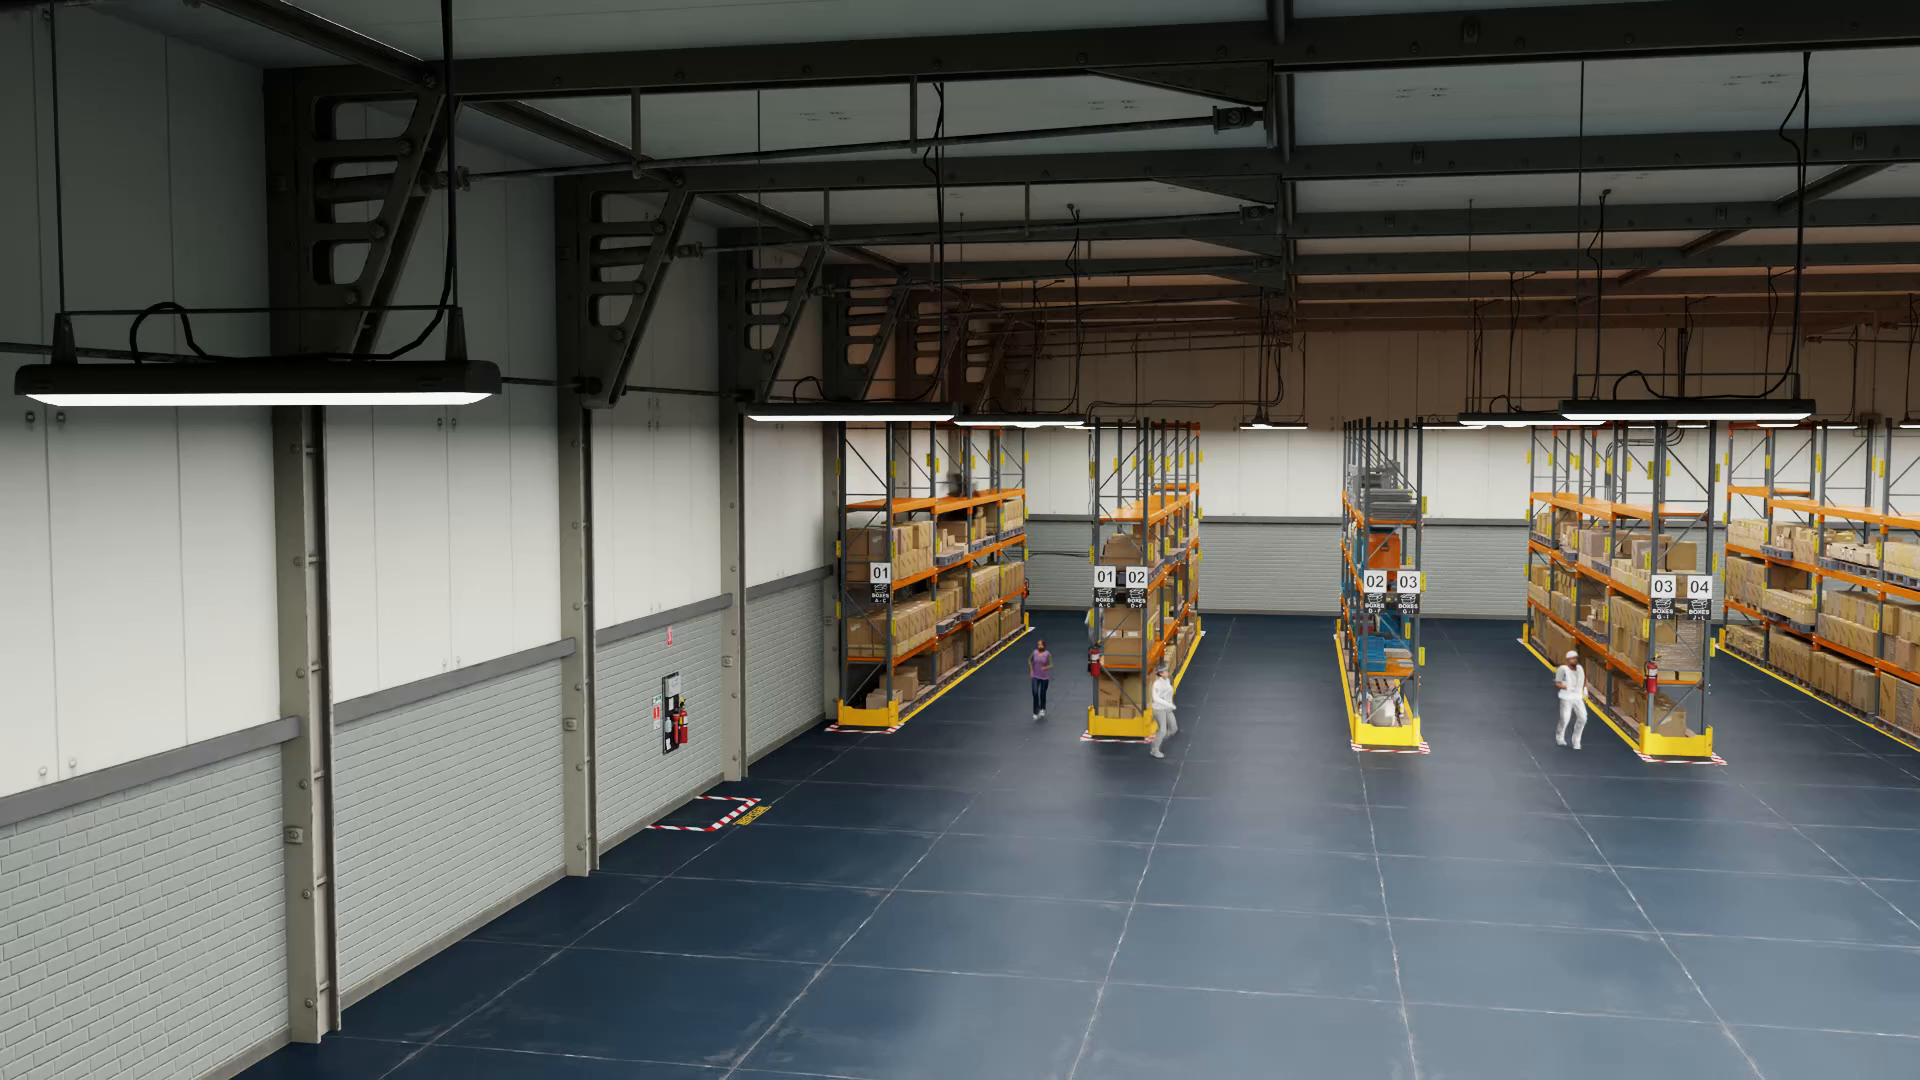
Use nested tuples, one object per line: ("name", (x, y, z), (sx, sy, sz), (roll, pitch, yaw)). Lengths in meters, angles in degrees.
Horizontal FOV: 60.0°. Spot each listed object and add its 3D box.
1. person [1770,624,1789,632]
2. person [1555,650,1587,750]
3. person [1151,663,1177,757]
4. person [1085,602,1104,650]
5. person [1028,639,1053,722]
("person", (22.292, 1.909, 45.102), (0.920, 1.793, 0.701), (1, 4, 17))
("person", (11.053, 2.904, 29.999), (0.703, 1.832, 0.730), (-1, 4, -10))
("person", (3.630, 2.992, 29.318), (0.539, 1.662, 0.651), (3, 5, 37))
("person", (3.337, 2.279, 40.880), (0.539, 1.591, 0.831), (0, 4, 5))
("person", (1.602, 2.787, 33.113), (0.516, 1.649, 0.716), (0, 4, 7))
